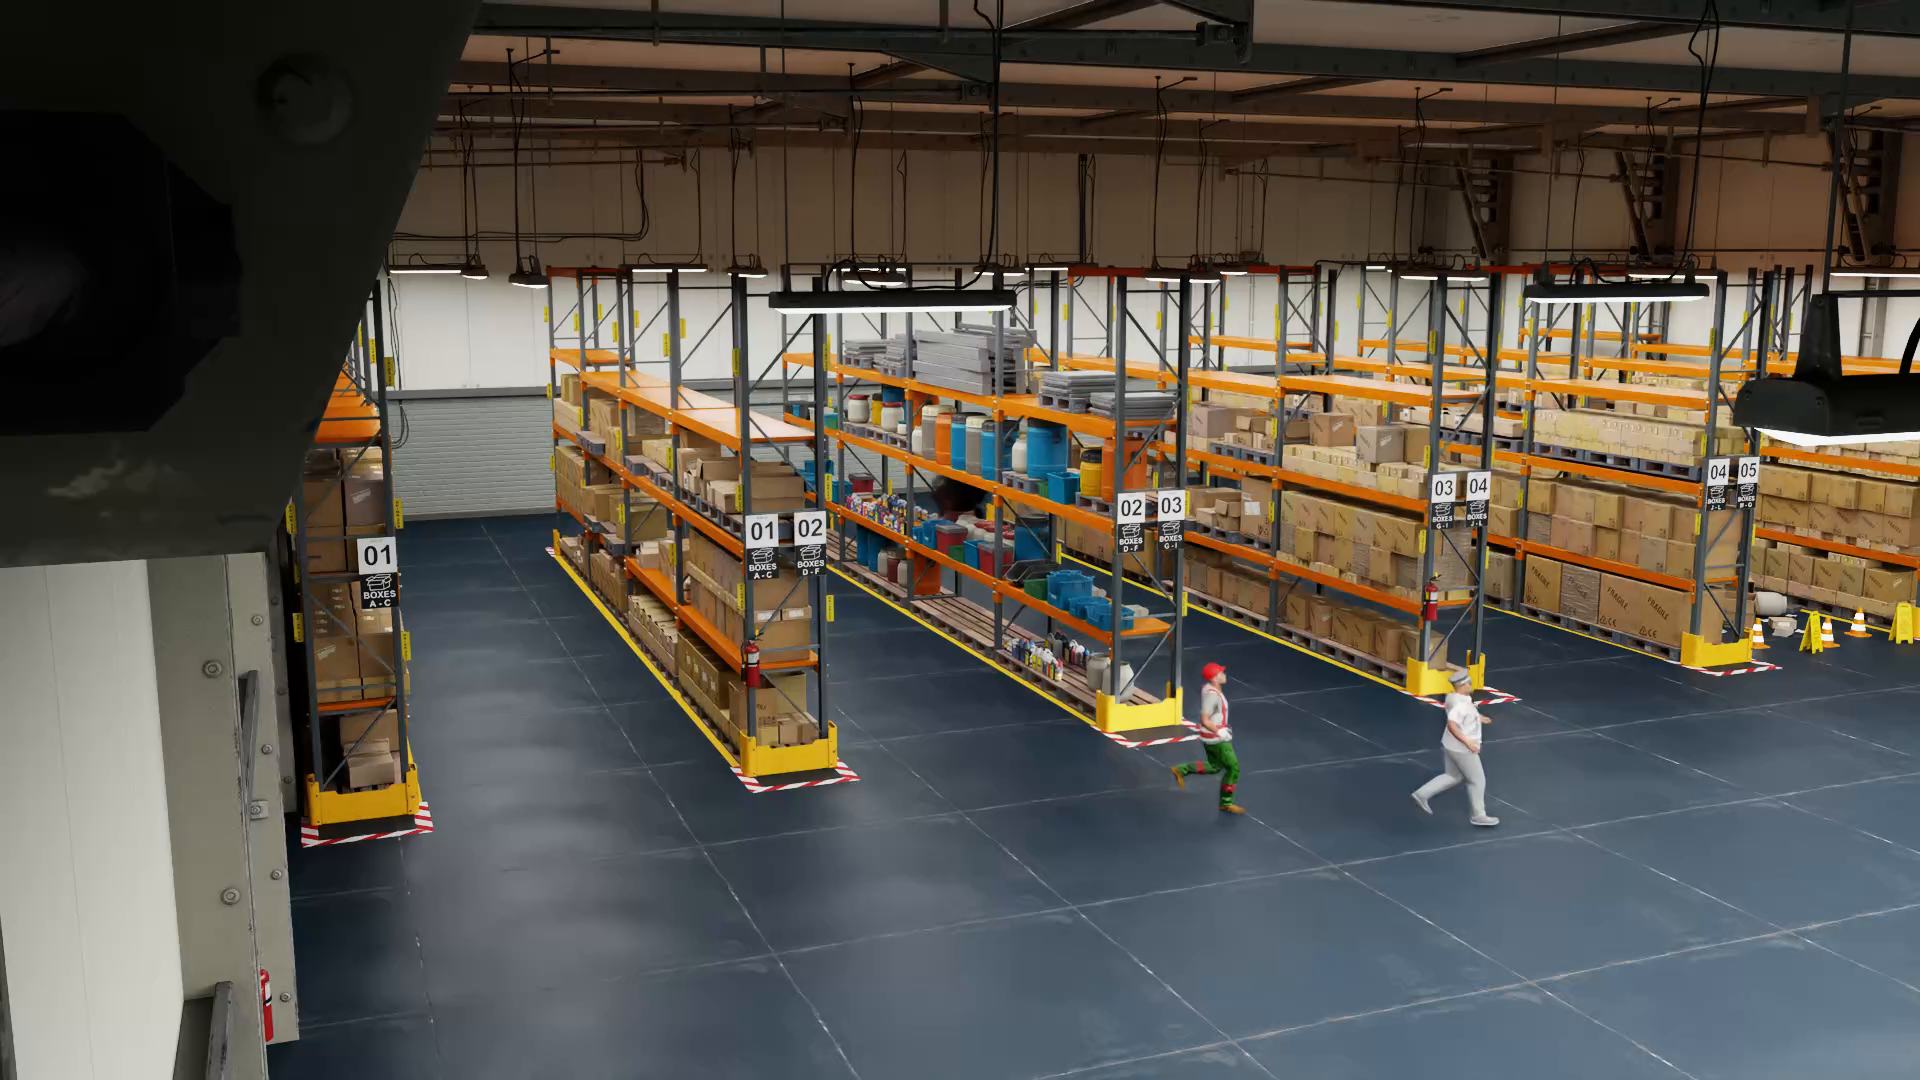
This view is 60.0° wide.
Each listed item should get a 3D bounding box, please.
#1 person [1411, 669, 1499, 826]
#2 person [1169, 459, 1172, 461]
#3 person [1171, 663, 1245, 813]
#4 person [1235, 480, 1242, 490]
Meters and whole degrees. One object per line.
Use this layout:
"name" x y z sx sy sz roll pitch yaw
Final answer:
"person" 5.534 2.285 18.393 0.933 1.755 0.672 0 10 -1
"person" 4.834 -1.058 38.162 0.641 1.610 0.609 -2 10 -13
"person" 2.832 2.245 18.865 0.841 1.746 0.662 0 10 0
"person" 7.384 -1.849 42.296 0.971 1.777 0.693 -5 11 -27
